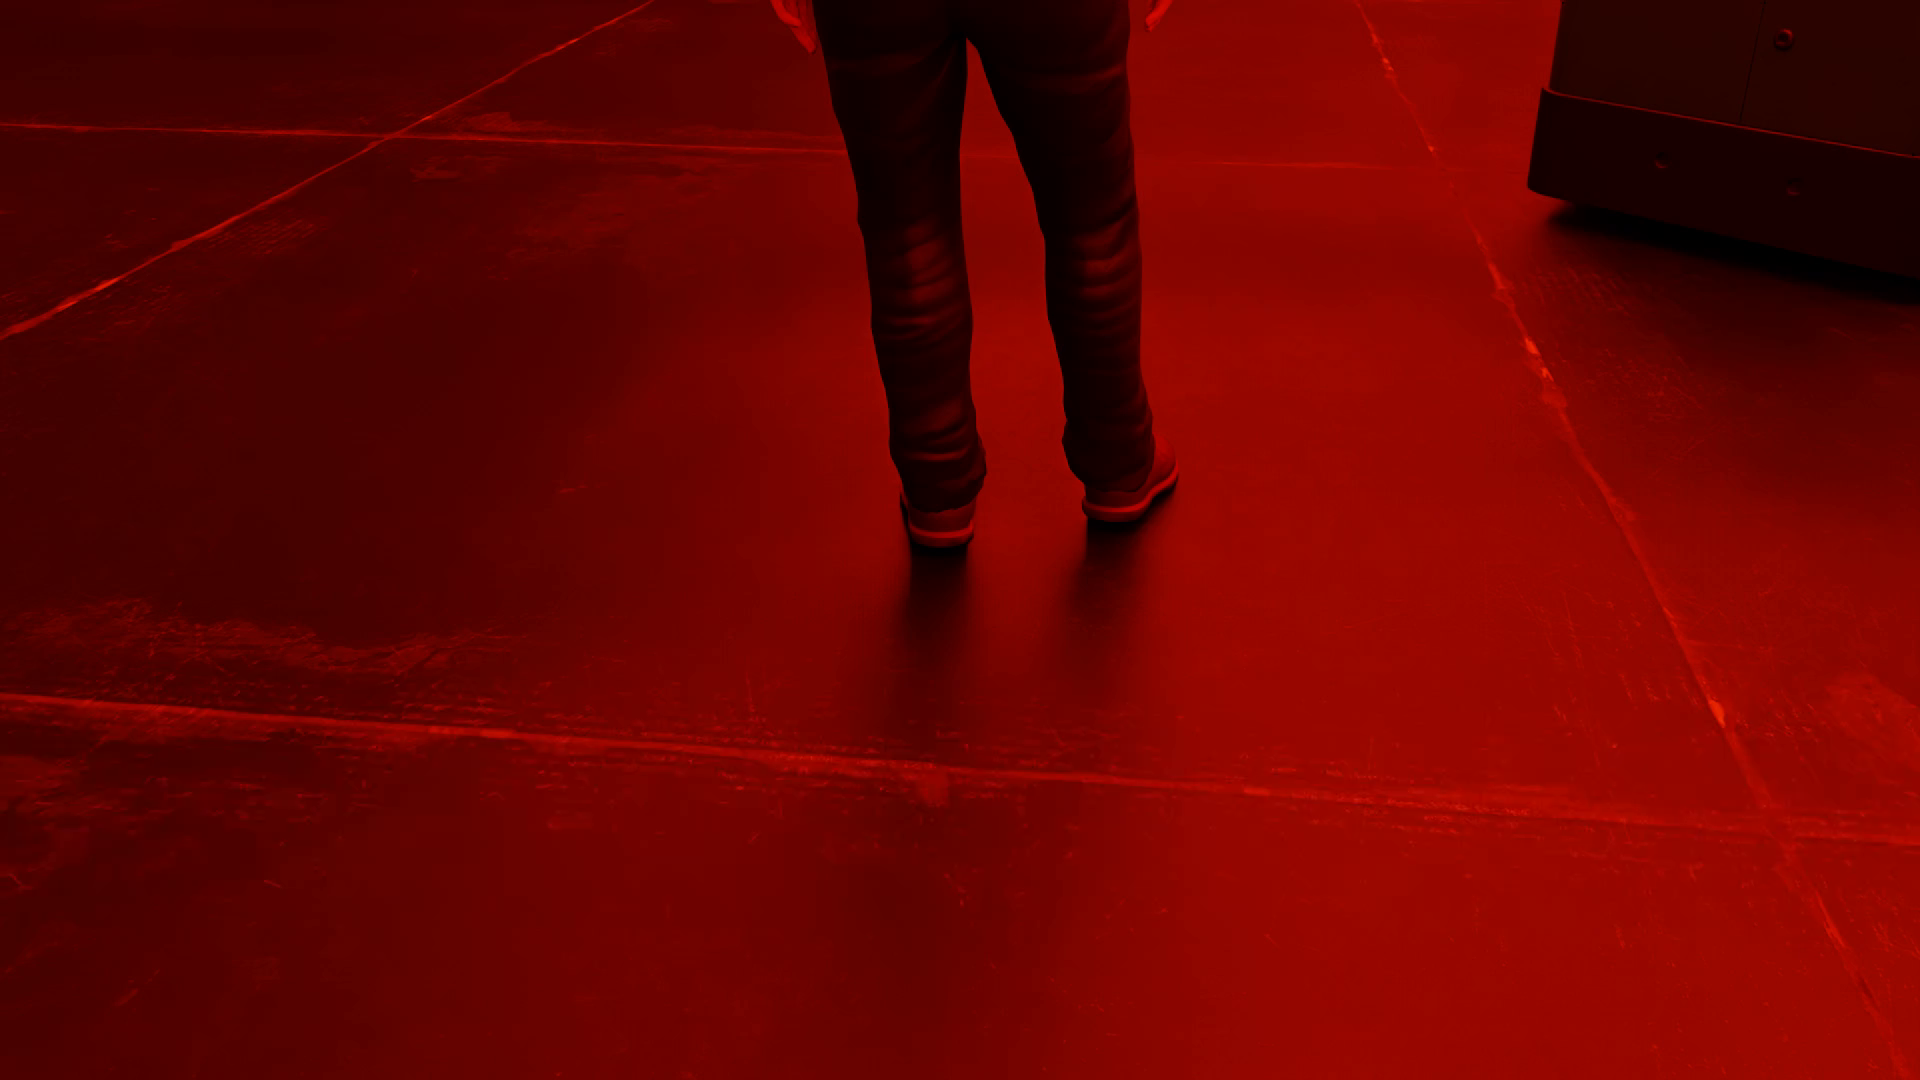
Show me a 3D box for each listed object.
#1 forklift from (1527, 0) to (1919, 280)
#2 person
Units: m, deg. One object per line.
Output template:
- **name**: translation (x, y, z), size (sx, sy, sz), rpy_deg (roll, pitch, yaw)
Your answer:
- **forklift**: translation (2.838, -2.365, 3.957), size (3.031, 2.935, 1.130), rpy_deg (-21, 33, -35)
- **person**: translation (0.034, -0.782, 2.205), size (0.599, 1.650, 0.503), rpy_deg (3, 27, 7)
